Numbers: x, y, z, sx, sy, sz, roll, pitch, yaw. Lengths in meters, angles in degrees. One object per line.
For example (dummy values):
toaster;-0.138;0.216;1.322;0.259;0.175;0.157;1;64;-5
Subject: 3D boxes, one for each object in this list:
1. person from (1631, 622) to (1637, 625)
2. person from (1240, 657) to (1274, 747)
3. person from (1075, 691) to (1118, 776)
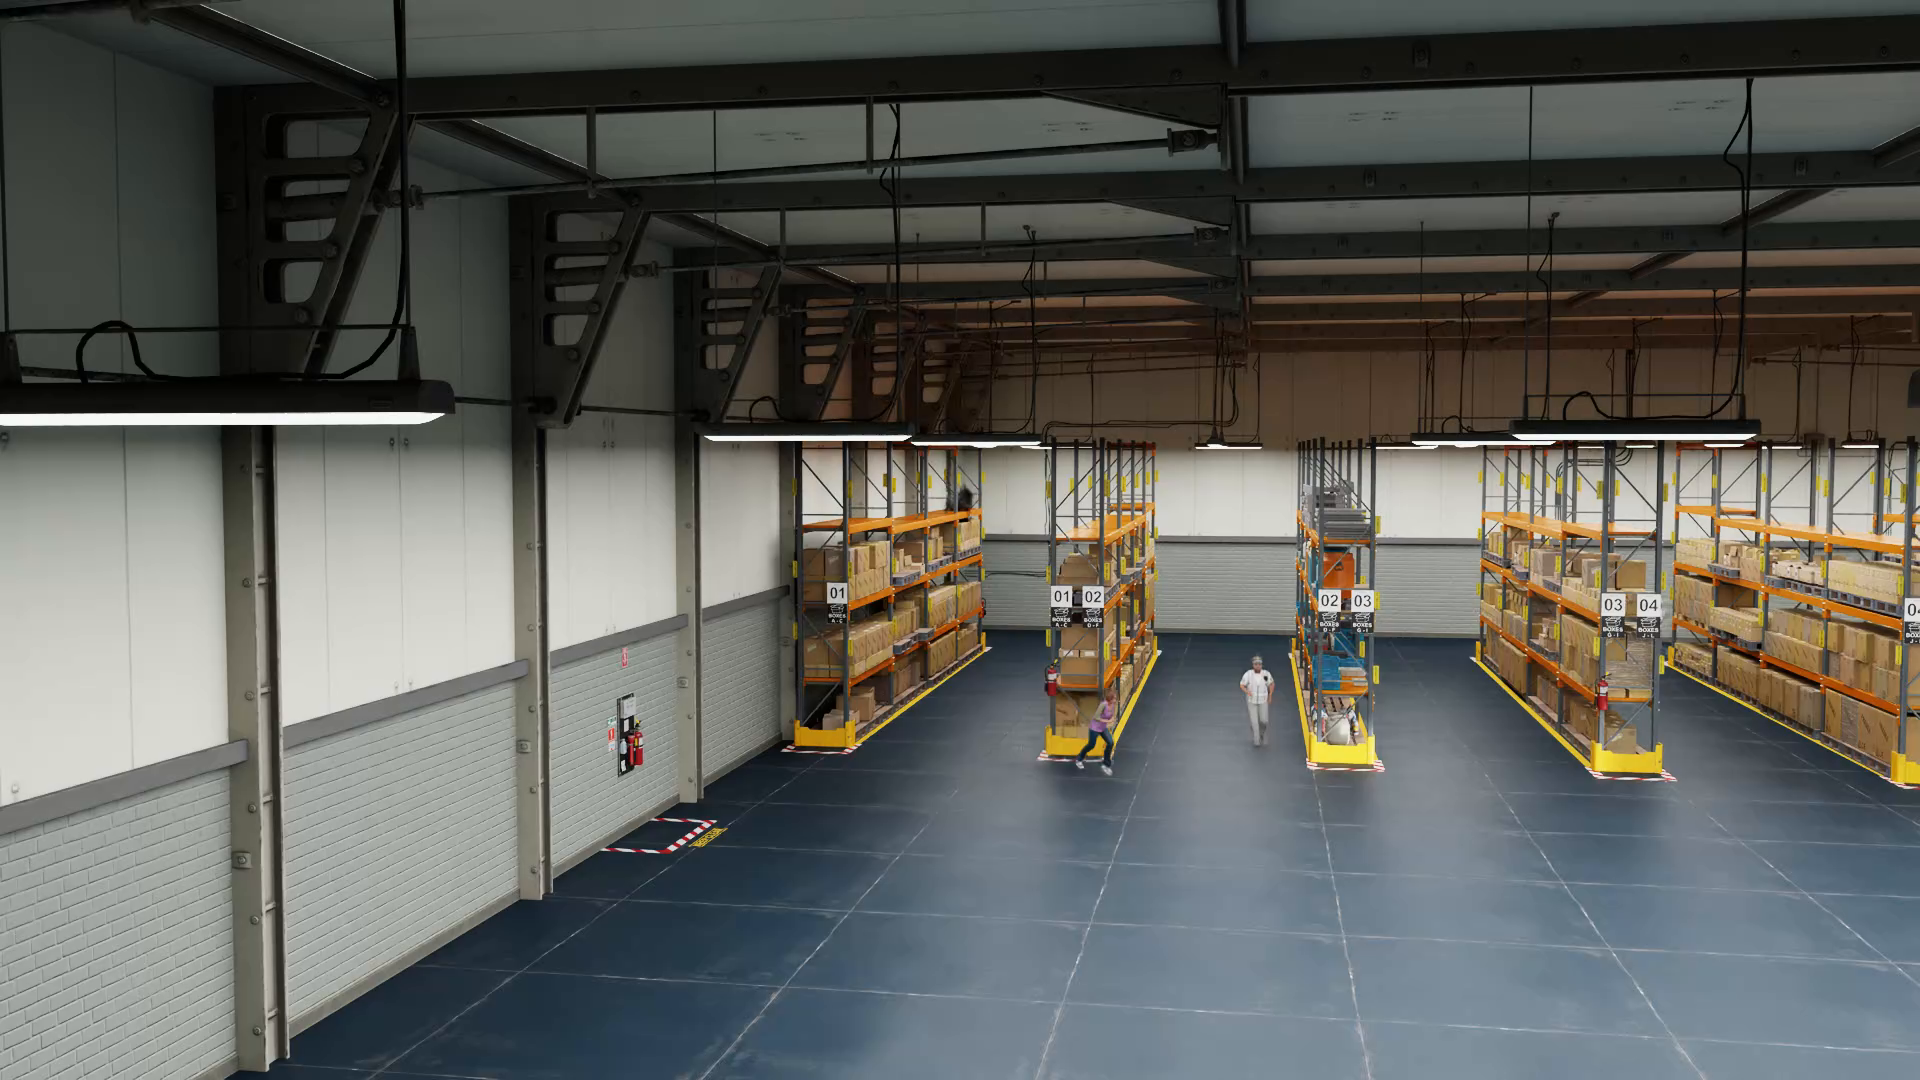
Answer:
person;18.304;2.486;45.559;0.598;1.654;0.864;-2;4;-39
person;5.767;3.141;32.258;0.657;1.771;0.640;0;3;8
person;2.440;3.420;29.613;0.915;1.542;0.579;3;4;41
